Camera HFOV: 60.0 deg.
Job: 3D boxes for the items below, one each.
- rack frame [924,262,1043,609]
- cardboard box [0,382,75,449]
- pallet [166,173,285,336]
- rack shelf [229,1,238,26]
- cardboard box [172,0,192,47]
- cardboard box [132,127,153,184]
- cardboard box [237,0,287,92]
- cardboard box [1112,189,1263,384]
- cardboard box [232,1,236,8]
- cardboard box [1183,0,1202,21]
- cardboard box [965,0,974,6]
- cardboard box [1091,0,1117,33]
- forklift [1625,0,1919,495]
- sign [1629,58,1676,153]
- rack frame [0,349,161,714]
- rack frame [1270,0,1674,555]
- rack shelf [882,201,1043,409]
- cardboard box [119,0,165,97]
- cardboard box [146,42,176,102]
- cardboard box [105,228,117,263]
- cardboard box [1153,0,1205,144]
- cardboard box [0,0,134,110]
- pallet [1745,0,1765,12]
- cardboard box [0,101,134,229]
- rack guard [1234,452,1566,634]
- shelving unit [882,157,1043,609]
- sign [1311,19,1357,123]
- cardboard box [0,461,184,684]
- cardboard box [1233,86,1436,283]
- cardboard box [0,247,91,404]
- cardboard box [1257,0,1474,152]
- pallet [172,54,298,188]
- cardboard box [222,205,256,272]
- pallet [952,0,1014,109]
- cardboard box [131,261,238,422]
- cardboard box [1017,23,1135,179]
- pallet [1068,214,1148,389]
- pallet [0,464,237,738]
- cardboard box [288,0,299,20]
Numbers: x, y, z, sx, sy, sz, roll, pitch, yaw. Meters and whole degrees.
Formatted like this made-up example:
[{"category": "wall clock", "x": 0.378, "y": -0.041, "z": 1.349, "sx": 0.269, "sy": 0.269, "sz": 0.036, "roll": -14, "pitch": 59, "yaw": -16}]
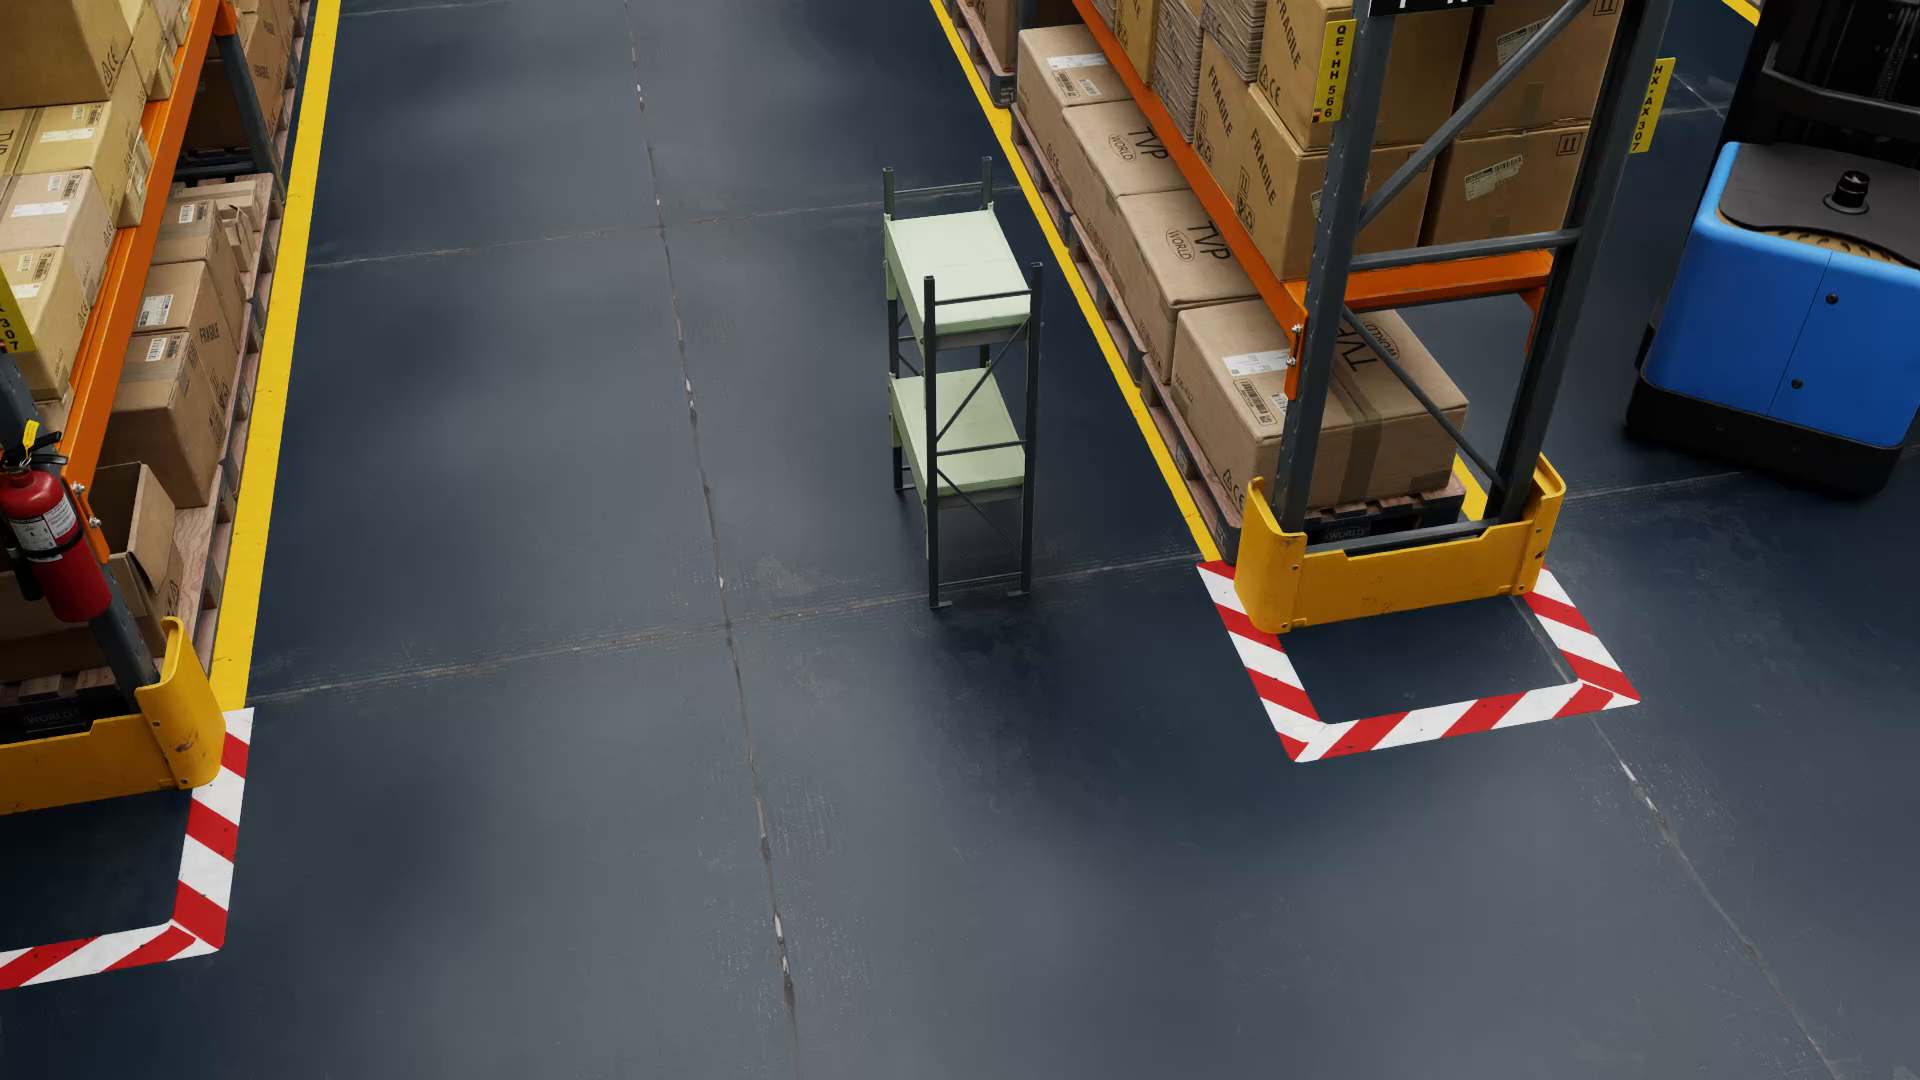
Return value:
[{"category": "rack frame", "x": 0.078, "y": -0.328, "z": 5.990, "sx": 0.400, "sy": 1.500, "sz": 0.023, "roll": -8, "pitch": 42, "yaw": -9}, {"category": "cardboard box", "x": -2.981, "y": -0.409, "z": 5.140, "sx": 0.380, "sy": 0.149, "sz": 0.250, "roll": -9, "pitch": 42, "yaw": -10}, {"category": "pallet", "x": -3.894, "y": -1.355, "z": 8.117, "sx": 1.003, "sy": 0.211, "sz": 1.213, "roll": -8, "pitch": 42, "yaw": -9}, {"category": "rack shelf", "x": -4.473, "y": -3.870, "z": 9.392, "sx": 1.077, "sy": 0.370, "sz": 4.000, "roll": -8, "pitch": 42, "yaw": -9}, {"category": "cardboard box", "x": -3.569, "y": -2.248, "z": 7.212, "sx": 0.380, "sy": 0.149, "sz": 0.250, "roll": -7, "pitch": 42, "yaw": -8}, {"category": "cardboard box", "x": -3.288, "y": -1.419, "z": 6.278, "sx": 0.380, "sy": 0.149, "sz": 0.250, "roll": -7, "pitch": 42, "yaw": -8}, {"category": "cardboard box", "x": -4.051, "y": -2.755, "z": 9.160, "sx": 0.500, "sy": 0.500, "sz": 0.500, "roll": -9, "pitch": 42, "yaw": -10}, {"category": "cardboard box", "x": 1.222, "y": -1.168, "z": 7.420, "sx": 0.875, "sy": 0.438, "sz": 0.875, "roll": -7, "pitch": 42, "yaw": -8}, {"category": "cardboard box", "x": -3.995, "y": -2.747, "z": 8.663, "sx": 0.380, "sy": 0.149, "sz": 0.250, "roll": -9, "pitch": 42, "yaw": -10}, {"category": "cardboard box", "x": 1.086, "y": -2.309, "z": 6.263, "sx": 0.500, "sy": 0.500, "sz": 0.500, "roll": -9, "pitch": 42, "yaw": -10}, {"category": "cardboard box", "x": 0.390, "y": -3.894, "z": 10.161, "sx": 0.875, "sy": 0.875, "sz": 0.875, "roll": -7, "pitch": 42, "yaw": -8}, {"category": "cardboard box", "x": 0.855, "y": -2.602, "z": 7.347, "sx": 0.500, "sy": 0.500, "sz": 0.500, "roll": -8, "pitch": 42, "yaw": -9}, {"category": "forklift", "x": 4.028, "y": -2.254, "z": 7.082, "sx": 1.130, "sy": 2.935, "sz": 3.031, "roll": 19, "pitch": 45, "yaw": 20}, {"category": "sign", "x": 2.211, "y": -1.393, "z": 5.348, "sx": 0.100, "sy": 0.325, "sz": 0.005, "roll": -8, "pitch": 42, "yaw": -9}, {"category": "rack frame", "x": -3.178, "y": -0.250, "z": 4.772, "sx": 1.000, "sy": 3.000, "sz": 0.127, "roll": -8, "pitch": 42, "yaw": -9}, {"category": "rack frame", "x": 1.667, "y": -0.964, "z": 5.576, "sx": 1.000, "sy": 3.000, "sz": 0.127, "roll": -8, "pitch": 42, "yaw": -9}, {"category": "rack shelf", "x": -0.001, "y": -0.857, "z": 5.998, "sx": 0.431, "sy": 0.370, "sz": 0.720, "roll": -8, "pitch": 42, "yaw": -9}, {"category": "cardboard box", "x": -3.476, "y": -1.955, "z": 6.582, "sx": 0.500, "sy": 0.250, "sz": 0.500, "roll": -9, "pitch": 42, "yaw": -10}, {"category": "cardboard box", "x": -3.457, "y": -1.912, "z": 6.834, "sx": 0.380, "sy": 0.149, "sz": 0.250, "roll": -9, "pitch": 42, "yaw": -10}, {"category": "cardboard box", "x": -3.230, "y": -1.076, "z": 5.892, "sx": 0.380, "sy": 0.149, "sz": 0.250, "roll": -8, "pitch": 42, "yaw": -9}, {"category": "cardboard box", "x": 1.091, "y": -1.935, "z": 6.596, "sx": 0.500, "sy": 0.500, "sz": 0.500, "roll": -7, "pitch": 42, "yaw": -8}, {"category": "cardboard box", "x": -3.337, "y": -1.891, "z": 5.944, "sx": 0.500, "sy": 0.500, "sz": 0.500, "roll": -7, "pitch": 42, "yaw": -8}, {"category": "pallet", "x": 5.446, "y": -3.793, "z": 10.864, "sx": 1.003, "sy": 0.211, "sz": 1.213, "roll": -8, "pitch": 42, "yaw": -9}, {"category": "cardboard box", "x": -3.235, "y": -1.293, "z": 5.836, "sx": 0.500, "sy": 0.250, "sz": 0.500, "roll": -9, "pitch": 42, "yaw": -10}, {"category": "rack guard", "x": 1.673, "y": -0.013, "z": 6.389, "sx": 1.175, "sy": 0.500, "sz": 0.348, "roll": -8, "pitch": 42, "yaw": -9}, {"category": "shelving unit", "x": -0.001, "y": -0.565, "z": 6.257, "sx": 0.431, "sy": 1.500, "sz": 0.755, "roll": -8, "pitch": 42, "yaw": -9}, {"category": "sign", "x": 1.135, "y": -1.417, "z": 5.036, "sx": 0.100, "sy": 0.325, "sz": 0.005, "roll": -8, "pitch": 42, "yaw": -9}, {"category": "cardboard box", "x": -3.218, "y": 0.116, "z": 5.924, "sx": 0.797, "sy": 0.503, "sz": 0.637, "roll": -10, "pitch": 43, "yaw": -11}, {"category": "cardboard box", "x": 1.305, "y": -1.276, "z": 5.853, "sx": 0.500, "sy": 0.500, "sz": 0.500, "roll": -8, "pitch": 42, "yaw": -9}, {"category": "cardboard box", "x": -3.013, "y": -0.638, "z": 5.098, "sx": 0.500, "sy": 0.250, "sz": 0.500, "roll": -8, "pitch": 42, "yaw": -9}, {"category": "cardboard box", "x": 1.331, "y": -1.654, "z": 5.525, "sx": 0.500, "sy": 0.500, "sz": 0.500, "roll": -7, "pitch": 42, "yaw": -8}, {"category": "pallet", "x": -4.254, "y": -2.322, "z": 9.207, "sx": 1.003, "sy": 0.211, "sz": 1.213, "roll": -8, "pitch": 42, "yaw": -9}, {"category": "cardboard box", "x": -3.558, "y": -1.427, "z": 7.841, "sx": 0.396, "sy": 0.266, "sz": 0.258, "roll": -7, "pitch": 42, "yaw": -8}, {"category": "pallet", "x": 0.564, "y": -3.003, "z": 9.974, "sx": 1.003, "sy": 0.211, "sz": 1.213, "roll": -8, "pitch": 42, "yaw": -9}, {"category": "cardboard box", "x": -3.381, "y": -0.799, "z": 6.957, "sx": 0.500, "sy": 0.500, "sz": 0.500, "roll": -8, "pitch": 42, "yaw": -8}, {"category": "cardboard box", "x": 0.835, "y": -2.333, "z": 8.733, "sx": 0.875, "sy": 0.438, "sz": 0.875, "roll": -9, "pitch": 42, "yaw": -10}, {"category": "pallet", "x": 1.159, "y": -1.217, "z": 7.962, "sx": 1.003, "sy": 0.211, "sz": 1.213, "roll": -8, "pitch": 42, "yaw": -9}, {"category": "pallet", "x": -3.368, "y": 0.227, "z": 6.336, "sx": 1.003, "sy": 0.211, "sz": 1.213, "roll": -8, "pitch": 42, "yaw": -9}, {"category": "cardboard box", "x": -4.260, "y": -3.416, "z": 9.905, "sx": 0.500, "sy": 0.500, "sz": 0.500, "roll": -10, "pitch": 43, "yaw": -11}]
